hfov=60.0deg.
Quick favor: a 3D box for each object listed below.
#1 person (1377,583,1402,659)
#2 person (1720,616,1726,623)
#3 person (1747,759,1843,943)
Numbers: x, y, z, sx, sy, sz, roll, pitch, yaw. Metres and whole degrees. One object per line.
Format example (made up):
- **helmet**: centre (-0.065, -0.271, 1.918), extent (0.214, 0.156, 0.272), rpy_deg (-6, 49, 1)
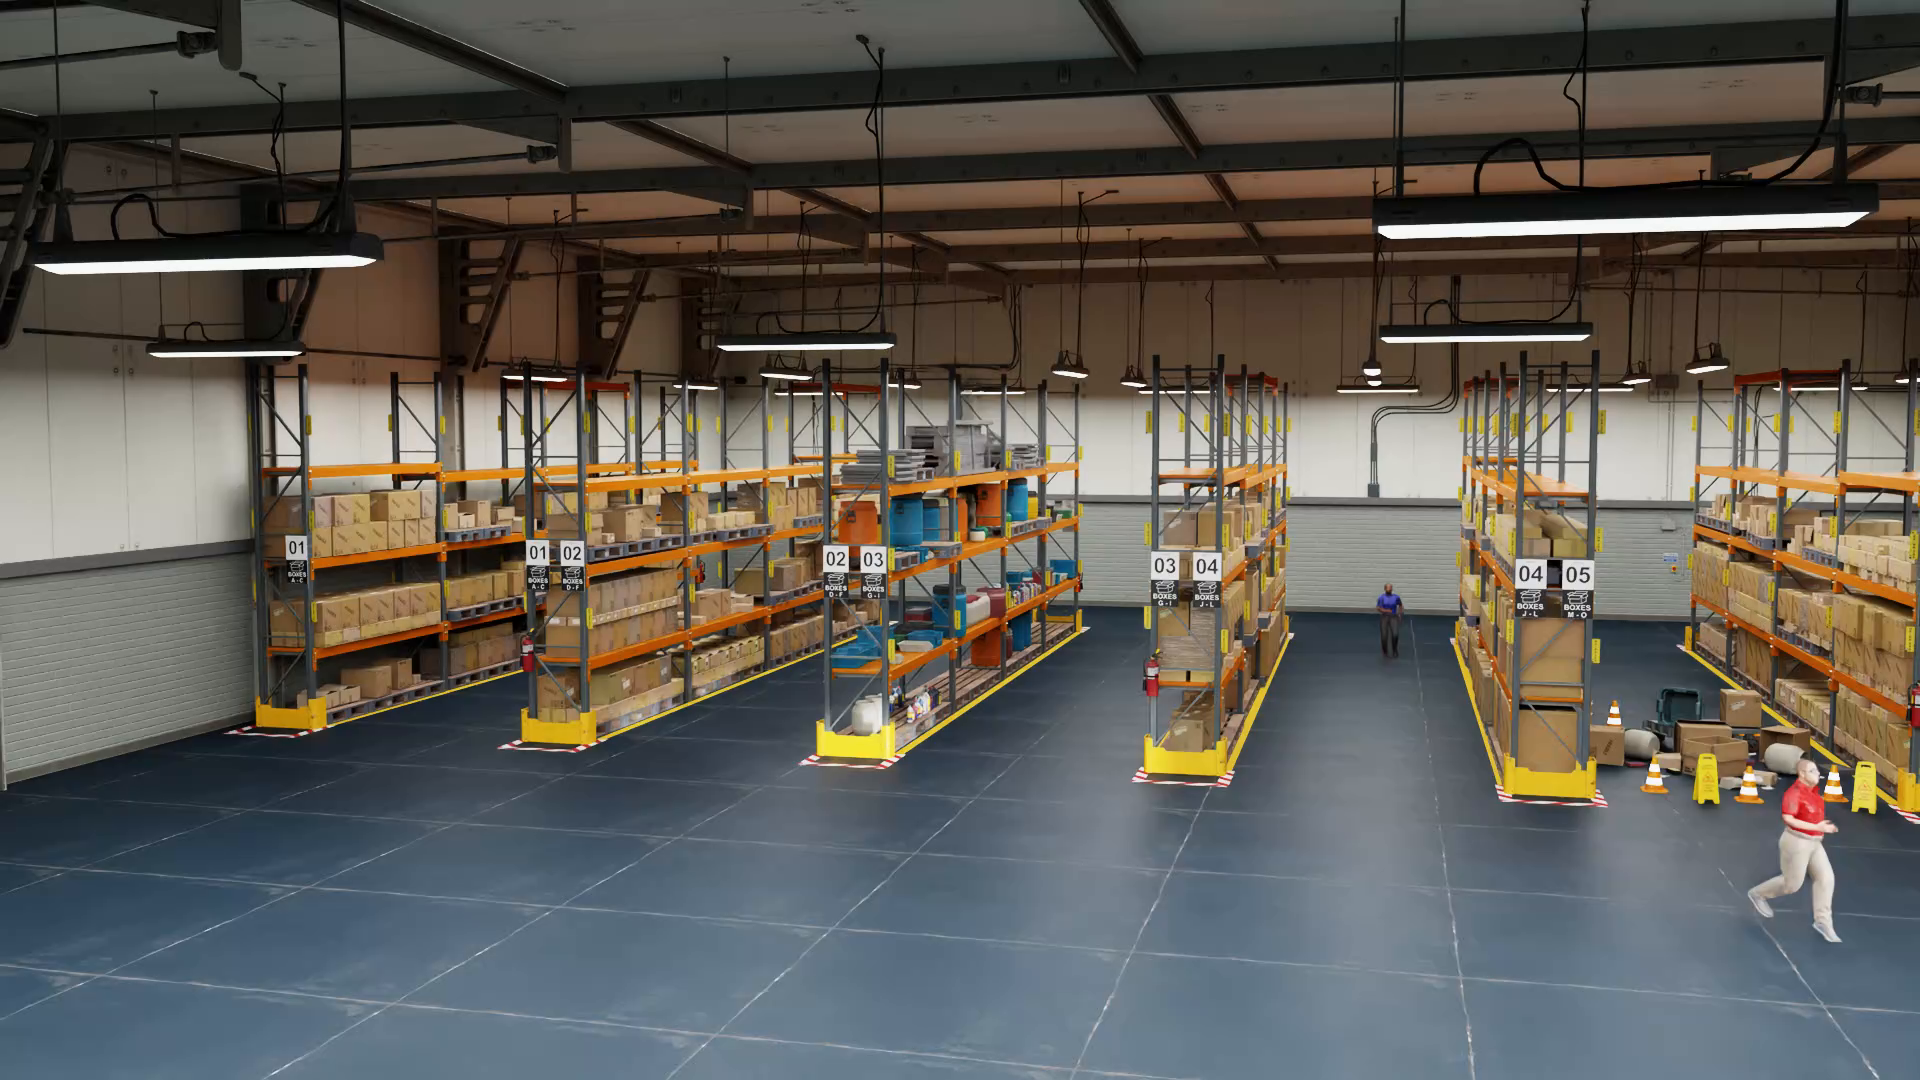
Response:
- **person**: centre (9.186, 1.730, 35.516), extent (0.569, 1.627, 0.655), rpy_deg (1, 4, 7)
- **person**: centre (17.511, 1.522, 37.787), extent (0.702, 1.776, 0.828), rpy_deg (-3, 5, -41)
- **person**: centre (8.260, 3.037, 16.408), extent (0.693, 1.785, 0.937), rpy_deg (-3, 5, -38)
